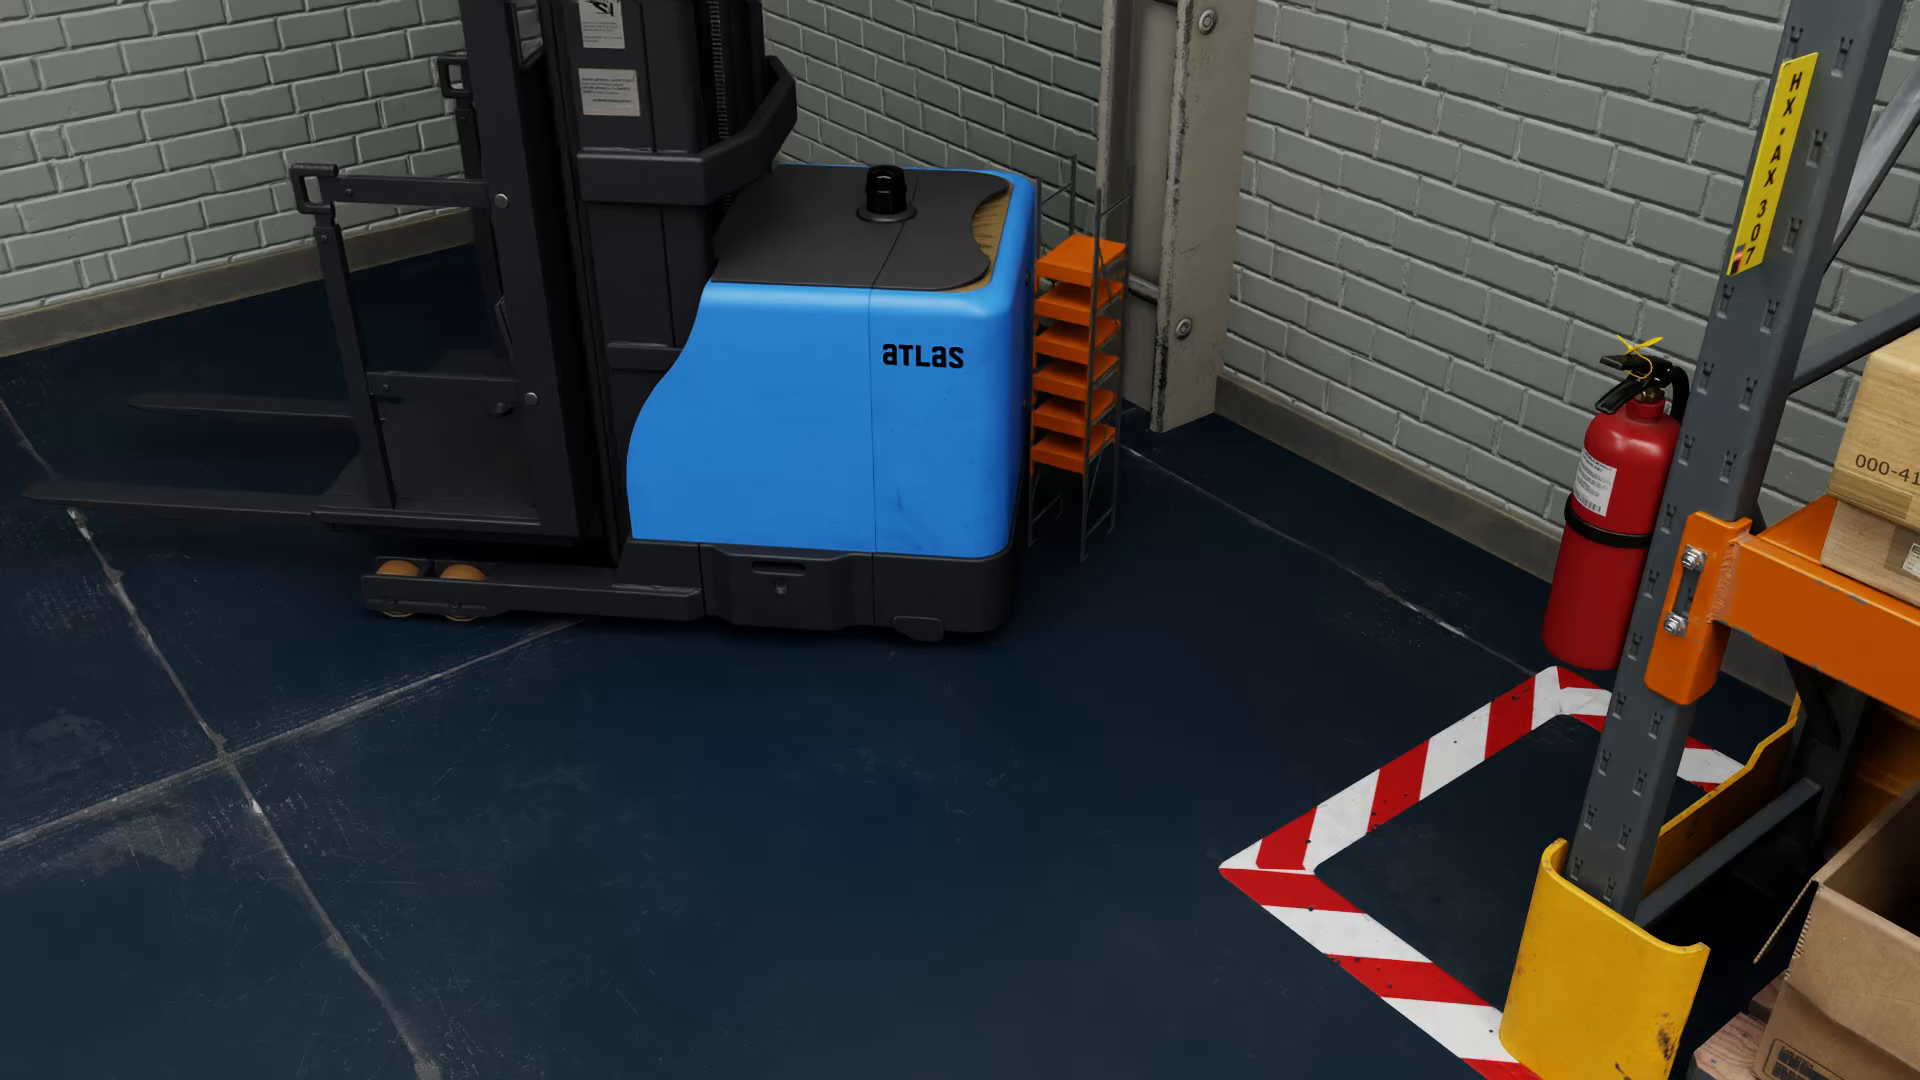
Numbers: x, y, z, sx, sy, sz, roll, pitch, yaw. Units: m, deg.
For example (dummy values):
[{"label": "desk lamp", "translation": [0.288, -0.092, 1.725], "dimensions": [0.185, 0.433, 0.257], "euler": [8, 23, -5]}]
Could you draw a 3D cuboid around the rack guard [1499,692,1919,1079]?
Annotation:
[{"label": "rack guard", "translation": [1.688, 0.729, 3.603], "dimensions": [1.175, 0.500, 0.348], "euler": [-22, 38, -31]}]

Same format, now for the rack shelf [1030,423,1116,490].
[{"label": "rack shelf", "translation": [0.352, -0.274, 5.093], "dimensions": [0.180, 0.103, 0.258], "euler": [17, 35, 25]}]

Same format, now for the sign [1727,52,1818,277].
[{"label": "sign", "translation": [1.213, -0.557, 2.483], "dimensions": [0.100, 0.325, 0.005], "euler": [-22, 38, -31]}]

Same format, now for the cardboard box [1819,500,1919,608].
[{"label": "cardboard box", "translation": [1.627, -0.032, 2.697], "dimensions": [0.380, 0.149, 0.250], "euler": [-23, 38, -32]}]

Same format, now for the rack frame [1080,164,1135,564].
[{"label": "rack frame", "translation": [0.431, -0.492, 4.905], "dimensions": [0.006, 1.200, 0.240], "euler": [17, 35, 25]}]

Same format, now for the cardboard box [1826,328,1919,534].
[{"label": "cardboard box", "translation": [1.707, -0.151, 2.511], "dimensions": [0.500, 0.250, 0.500], "euler": [-22, 38, -31]}]

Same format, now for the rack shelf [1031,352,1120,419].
[{"label": "rack shelf", "translation": [0.352, -0.478, 4.967], "dimensions": [0.180, 0.103, 0.258], "euler": [17, 35, 25]}]

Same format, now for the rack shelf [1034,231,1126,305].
[{"label": "rack shelf", "translation": [0.352, -0.784, 4.777], "dimensions": [0.180, 0.103, 0.258], "euler": [17, 35, 25]}]

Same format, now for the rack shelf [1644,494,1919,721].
[{"label": "rack shelf", "translation": [2.868, 0.774, 1.842], "dimensions": [1.077, 0.370, 4.000], "euler": [-22, 38, -31]}]

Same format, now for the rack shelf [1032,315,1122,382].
[{"label": "rack shelf", "translation": [0.352, -0.580, 4.903], "dimensions": [0.180, 0.103, 0.258], "euler": [17, 35, 25]}]

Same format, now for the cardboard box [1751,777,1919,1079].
[{"label": "cardboard box", "translation": [1.942, 0.803, 3.083], "dimensions": [0.797, 0.503, 0.637], "euler": [-24, 39, -33]}]

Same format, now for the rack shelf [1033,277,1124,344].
[{"label": "rack shelf", "translation": [0.352, -0.682, 4.840], "dimensions": [0.180, 0.103, 0.258], "euler": [17, 35, 25]}]

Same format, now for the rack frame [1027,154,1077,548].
[{"label": "rack frame", "translation": [0.272, -0.539, 4.981], "dimensions": [0.006, 1.200, 0.240], "euler": [17, 35, 25]}]

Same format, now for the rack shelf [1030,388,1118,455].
[{"label": "rack shelf", "translation": [0.352, -0.376, 5.030], "dimensions": [0.180, 0.103, 0.258], "euler": [17, 35, 25]}]

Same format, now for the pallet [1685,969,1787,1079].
[{"label": "pallet", "translation": [2.178, 1.183, 3.145], "dimensions": [1.003, 0.211, 1.213], "euler": [-22, 38, -31]}]

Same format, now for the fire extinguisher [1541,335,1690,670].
[{"label": "fire extinguisher", "translation": [1.186, -0.085, 2.971], "dimensions": [0.296, 0.674, 0.183], "euler": [-22, 38, -31]}]

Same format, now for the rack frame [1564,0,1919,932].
[{"label": "rack frame", "translation": [1.642, -0.365, 2.995], "dimensions": [1.000, 3.000, 0.127], "euler": [-22, 38, -31]}]

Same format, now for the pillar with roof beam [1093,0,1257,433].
[{"label": "pillar with roof beam", "translation": [-2.700, -2.936, 1.448], "dimensions": [9.100, 9.000, 0.400], "euler": [-22, 38, -31]}]

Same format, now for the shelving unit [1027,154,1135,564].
[{"label": "shelving unit", "translation": [0.352, -0.516, 4.943], "dimensions": [0.189, 1.200, 0.258], "euler": [17, 35, 25]}]

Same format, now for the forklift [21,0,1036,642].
[{"label": "forklift", "translation": [-1.313, -1.279, 4.532], "dimensions": [3.031, 2.935, 1.130], "euler": [3, 32, 5]}]
